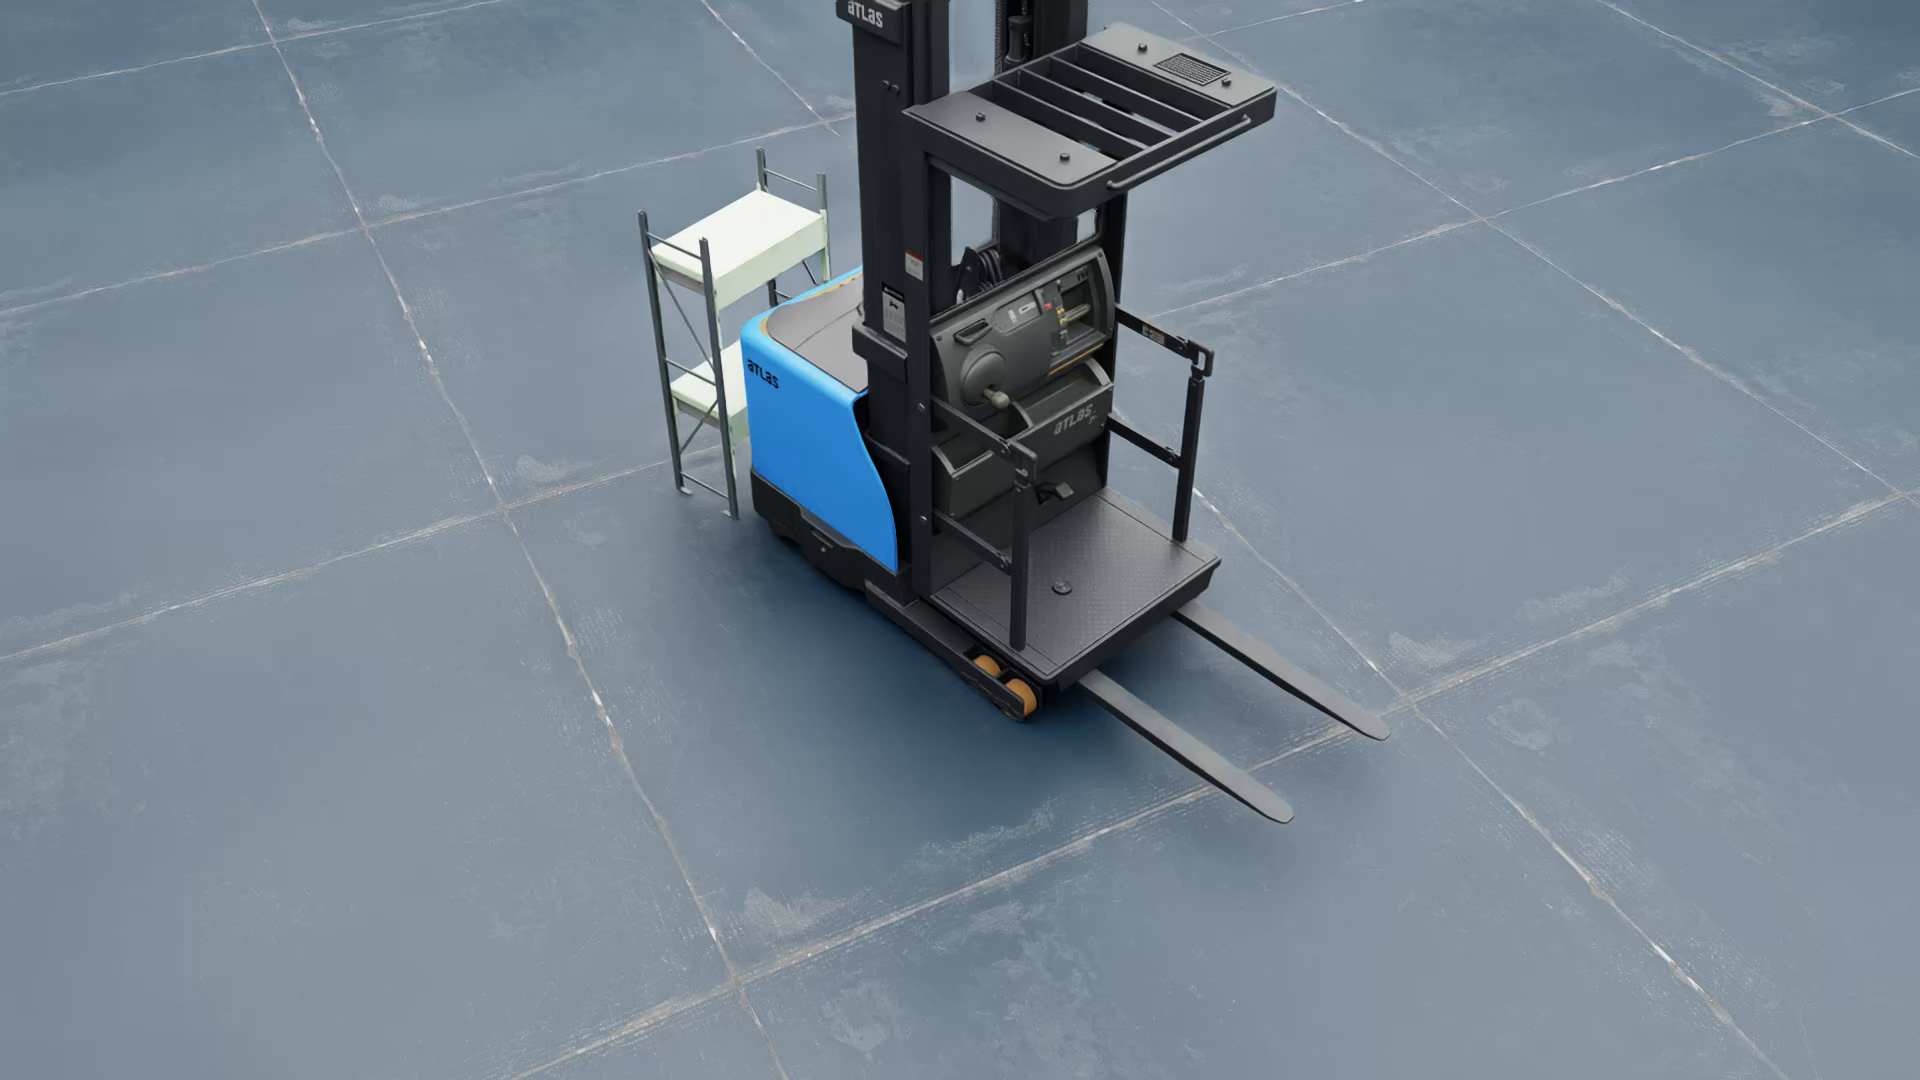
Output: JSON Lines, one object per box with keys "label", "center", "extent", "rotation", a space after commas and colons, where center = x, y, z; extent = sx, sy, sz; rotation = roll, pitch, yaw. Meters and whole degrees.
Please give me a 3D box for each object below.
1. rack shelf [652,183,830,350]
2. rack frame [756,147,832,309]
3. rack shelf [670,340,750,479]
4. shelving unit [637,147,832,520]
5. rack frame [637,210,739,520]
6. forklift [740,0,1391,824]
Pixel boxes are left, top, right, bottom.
{"label": "rack shelf", "center": [-0.982, -1.233, 7.431], "extent": [0.431, 0.370, 0.720], "rotation": [27, 47, 28]}
{"label": "rack frame", "center": [-0.757, -1.122, 7.903], "extent": [0.400, 1.500, 0.023], "rotation": [27, 47, 28]}
{"label": "rack shelf", "center": [-0.982, -0.687, 7.894], "extent": [0.431, 0.370, 0.720], "rotation": [27, 47, 28]}
{"label": "shelving unit", "center": [-0.982, -0.935, 7.683], "extent": [0.431, 1.500, 0.755], "rotation": [27, 47, 28]}
{"label": "rack frame", "center": [-1.208, -0.749, 7.463], "extent": [0.400, 1.500, 0.023], "rotation": [27, 47, 28]}
{"label": "forklift", "center": [0.406, -0.756, 6.364], "extent": [1.130, 2.935, 3.031], "rotation": [-31, 49, -32]}
